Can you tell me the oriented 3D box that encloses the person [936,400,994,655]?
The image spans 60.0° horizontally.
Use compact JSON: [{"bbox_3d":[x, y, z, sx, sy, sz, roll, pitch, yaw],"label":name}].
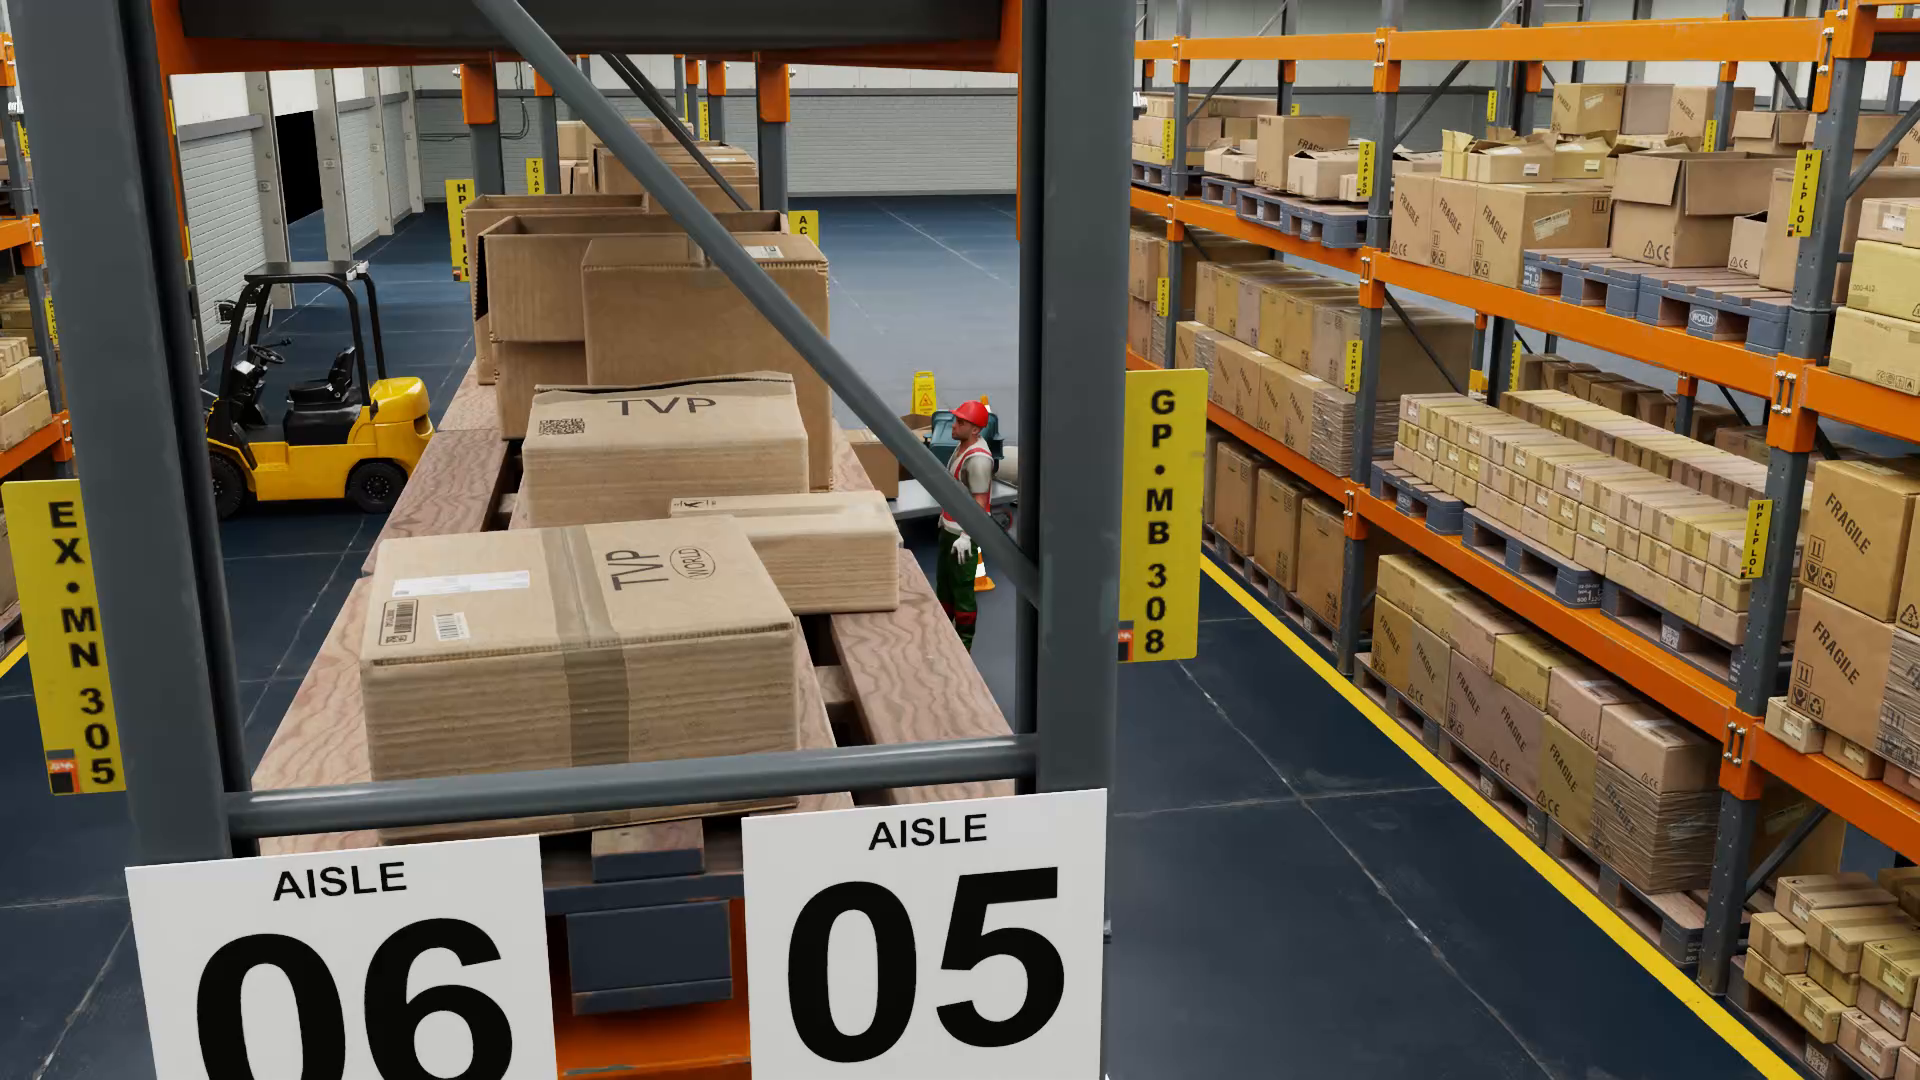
[{"bbox_3d":[-0.065,-0.064,11.181,0.562,1.789,0.638,-3,16,-10],"label":"person"}]
